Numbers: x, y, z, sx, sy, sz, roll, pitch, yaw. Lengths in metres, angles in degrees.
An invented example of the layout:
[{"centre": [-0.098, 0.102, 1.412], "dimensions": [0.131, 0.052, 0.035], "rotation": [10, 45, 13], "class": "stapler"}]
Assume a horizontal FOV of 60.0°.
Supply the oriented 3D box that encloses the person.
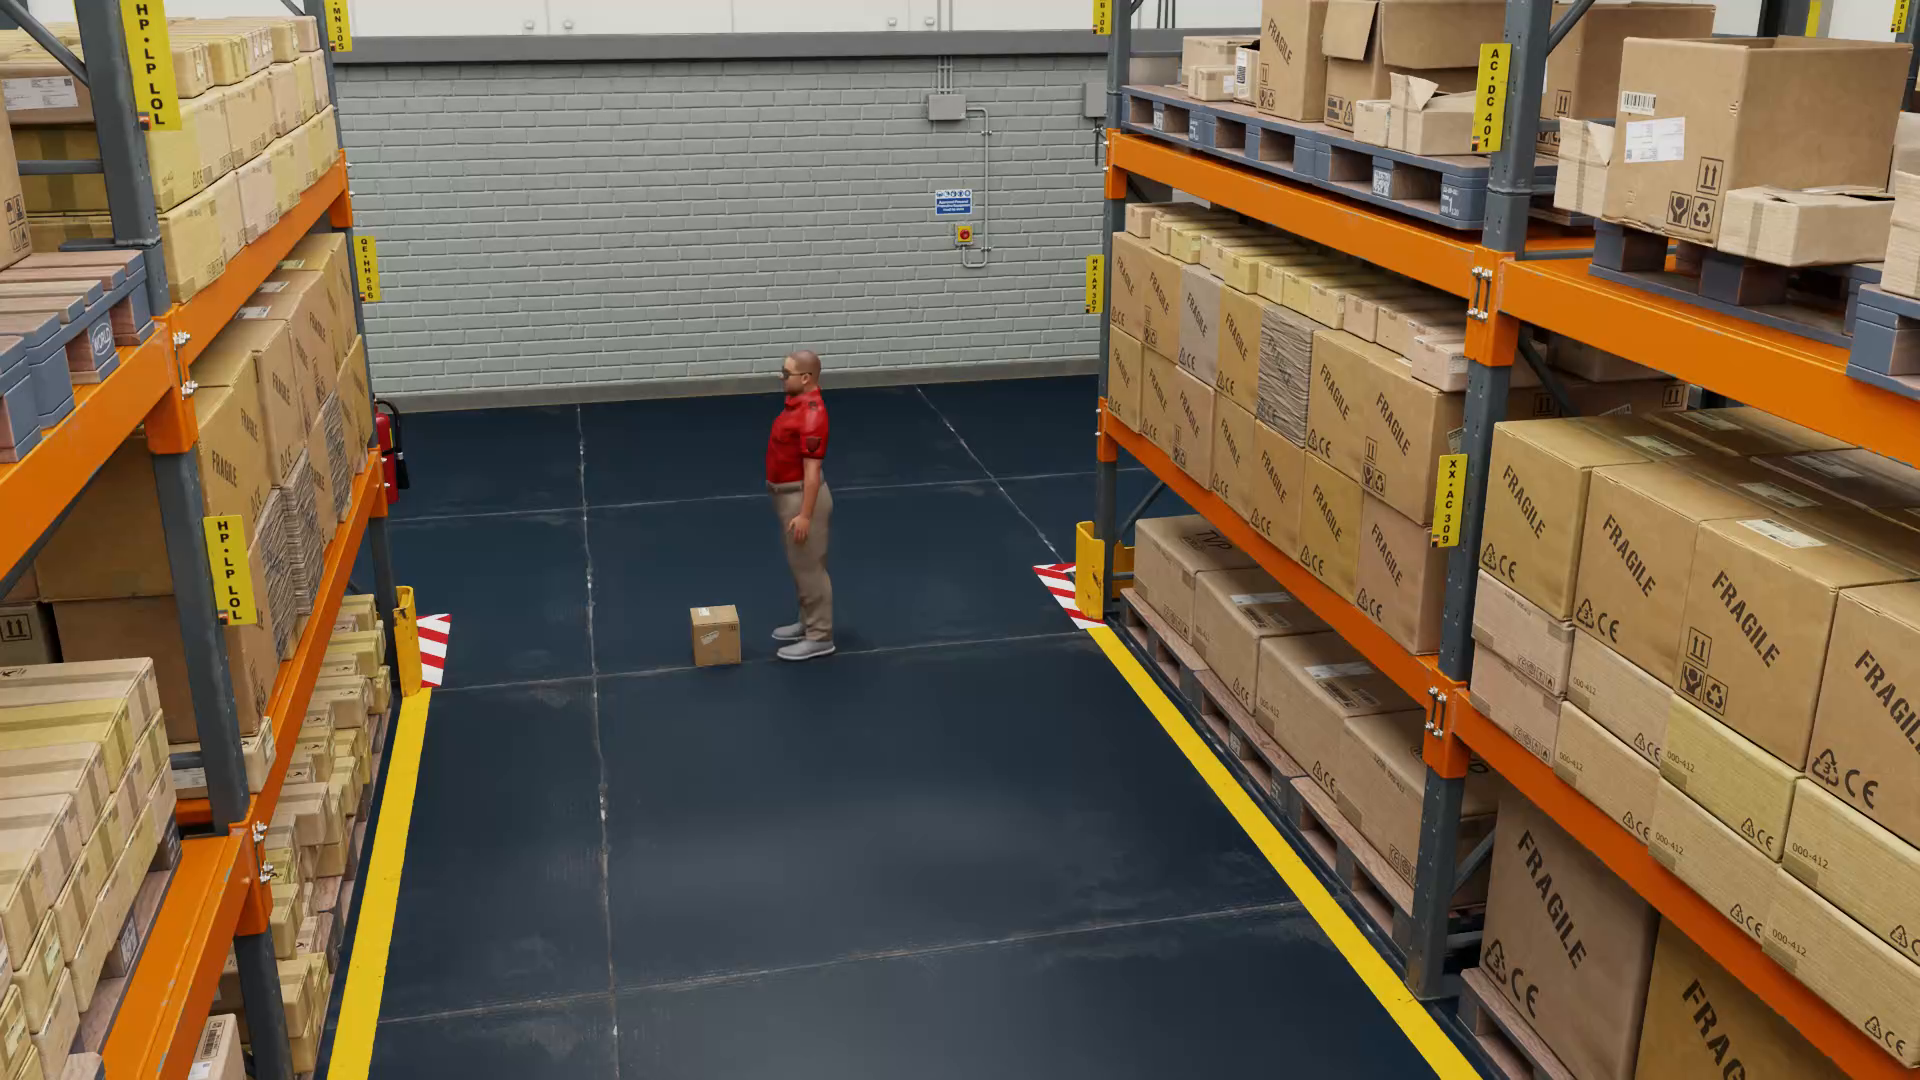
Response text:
[{"centre": [-0.884, -0.192, 9.153], "dimensions": [0.354, 1.734, 0.532], "rotation": [-4, 20, -12], "class": "person"}]
